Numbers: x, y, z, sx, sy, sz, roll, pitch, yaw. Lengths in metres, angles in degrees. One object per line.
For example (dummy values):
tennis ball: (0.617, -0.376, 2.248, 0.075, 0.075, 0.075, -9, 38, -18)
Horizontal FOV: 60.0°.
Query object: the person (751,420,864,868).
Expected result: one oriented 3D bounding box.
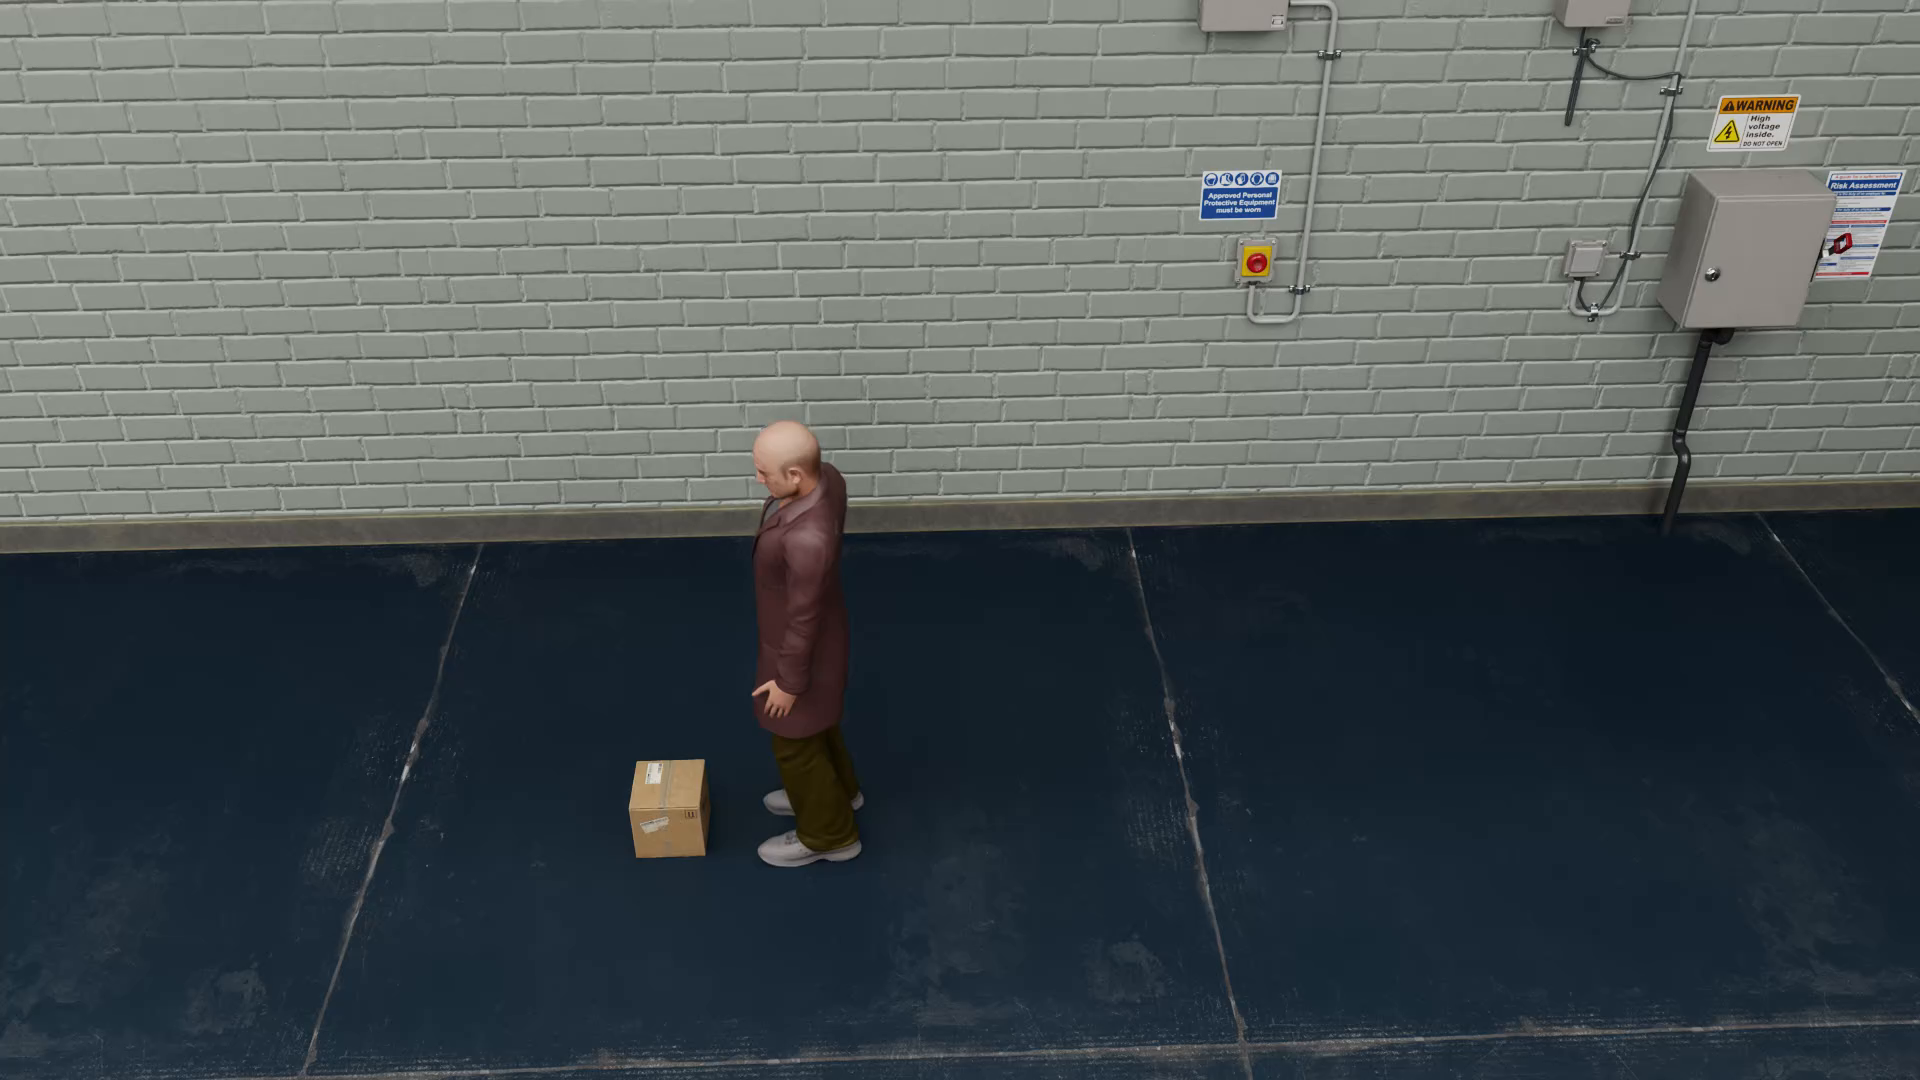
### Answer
person: (-0.547, 0.368, 5.642, 0.379, 1.776, 0.562, -1, 35, -1)
